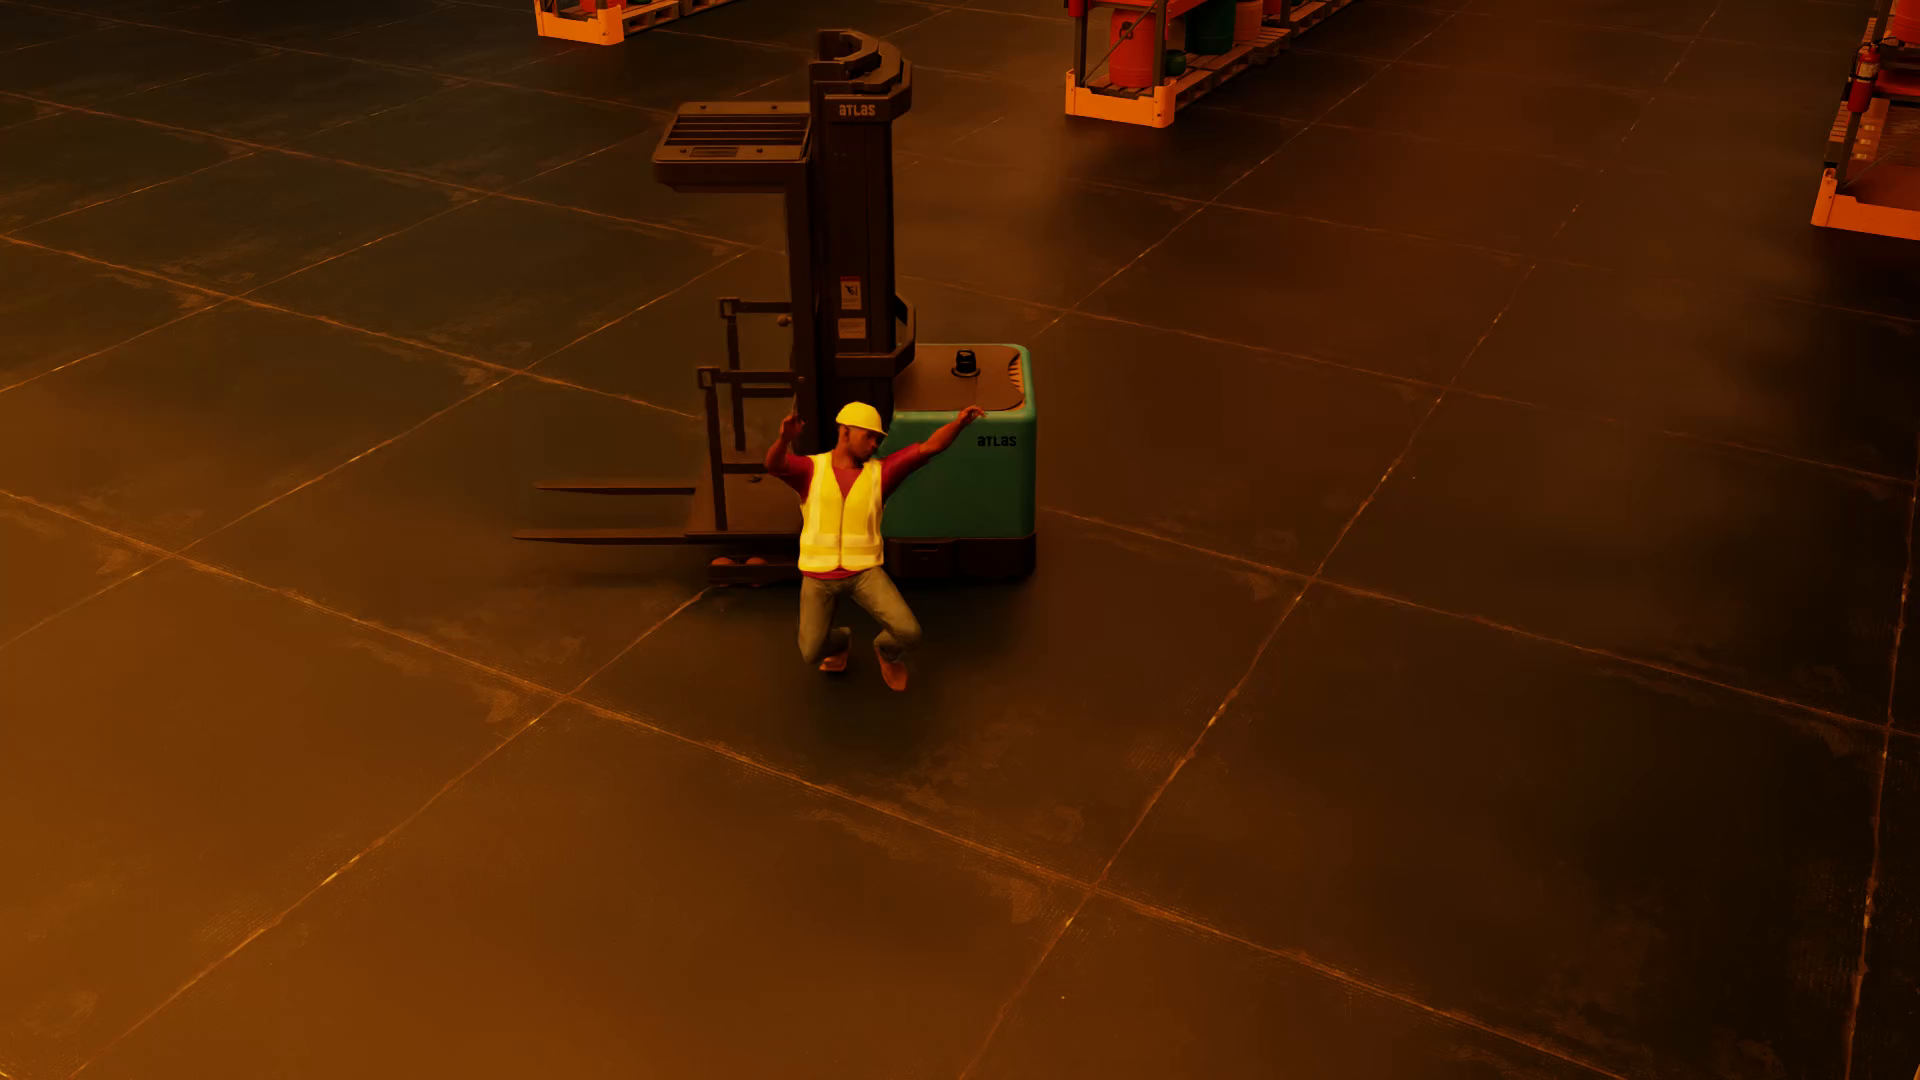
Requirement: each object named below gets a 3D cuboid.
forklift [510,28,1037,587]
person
[{"bbox_3d":[-1.082,-1.266,9.265,3.031,2.935,1.130,0,30,0],"label":"forklift"},{"bbox_3d":[-0.409,0.018,8.344,1.084,1.665,0.807,-2,30,-3],"label":"person"}]
